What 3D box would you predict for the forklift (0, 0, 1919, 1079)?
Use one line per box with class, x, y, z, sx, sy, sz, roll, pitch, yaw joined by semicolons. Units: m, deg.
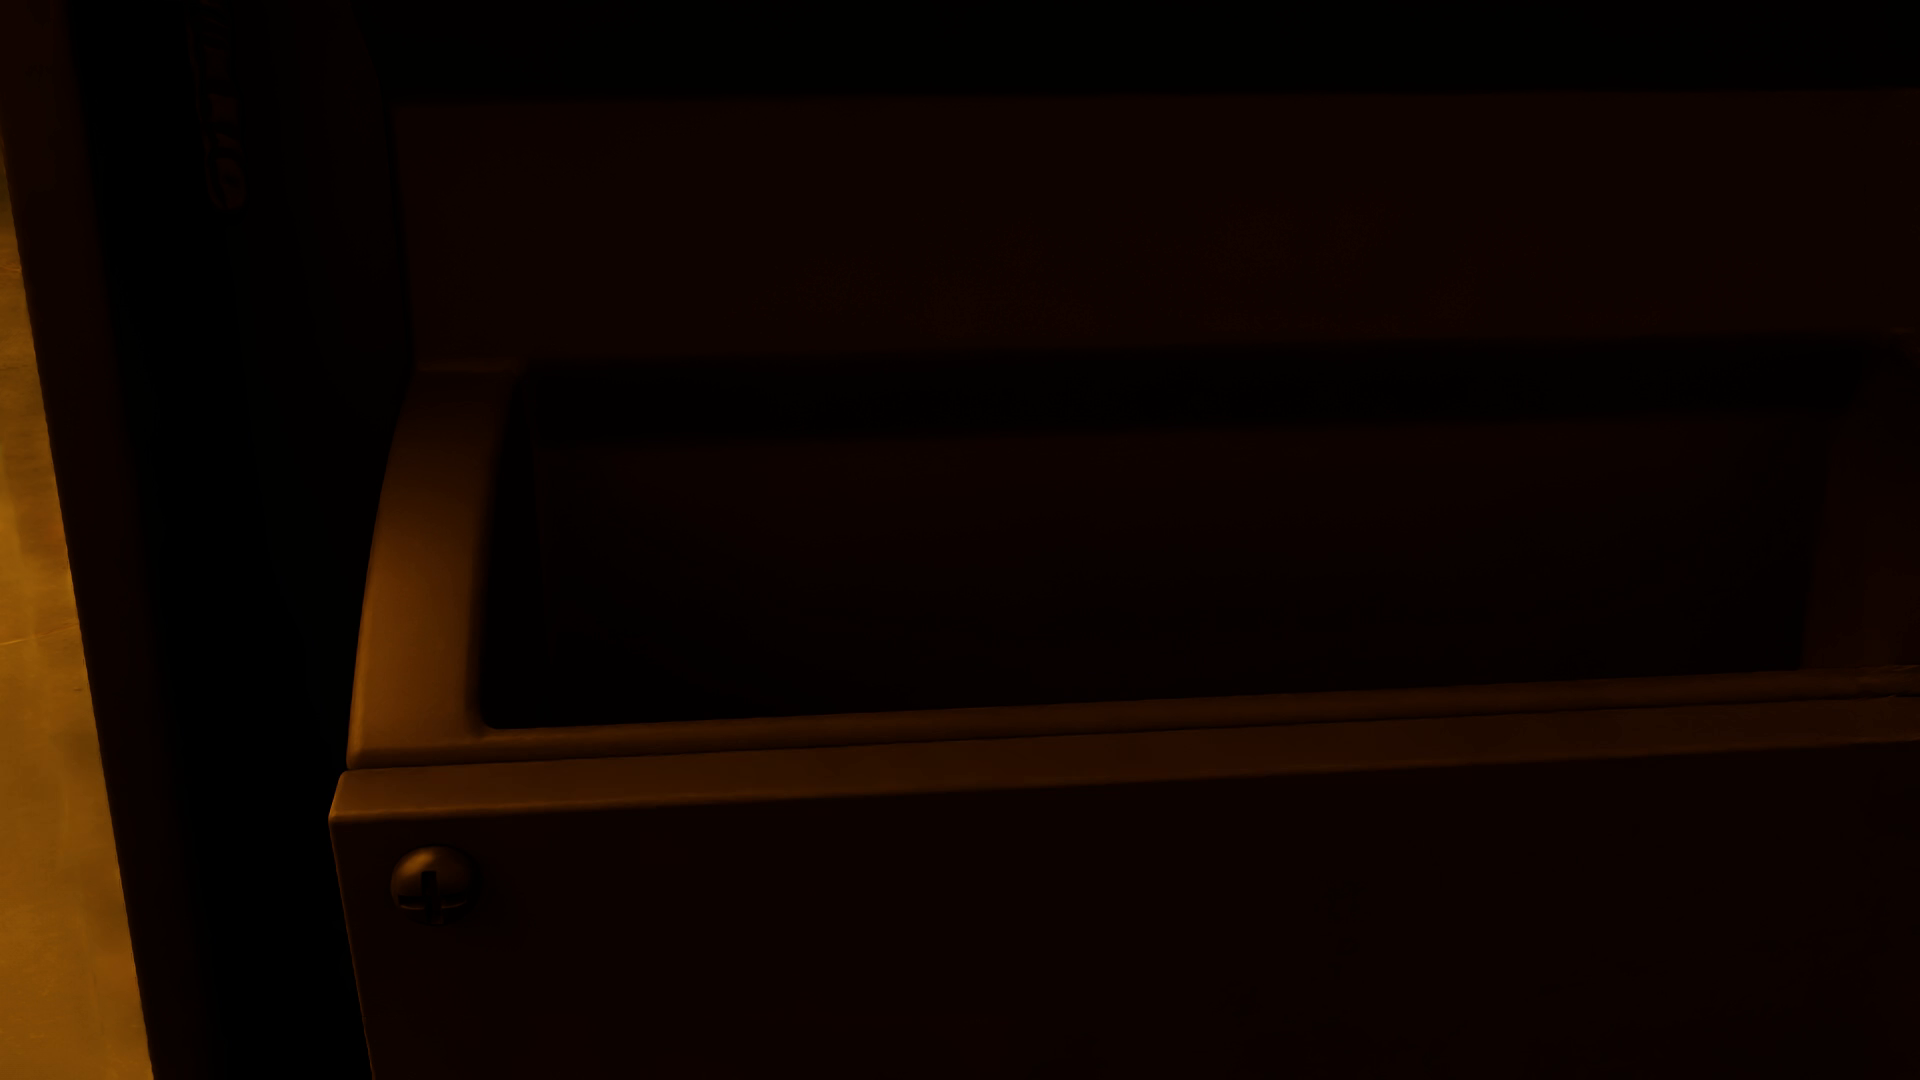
forklift;0.340;-0.381;0.151;1.130;2.935;3.031;-2;17;-6
